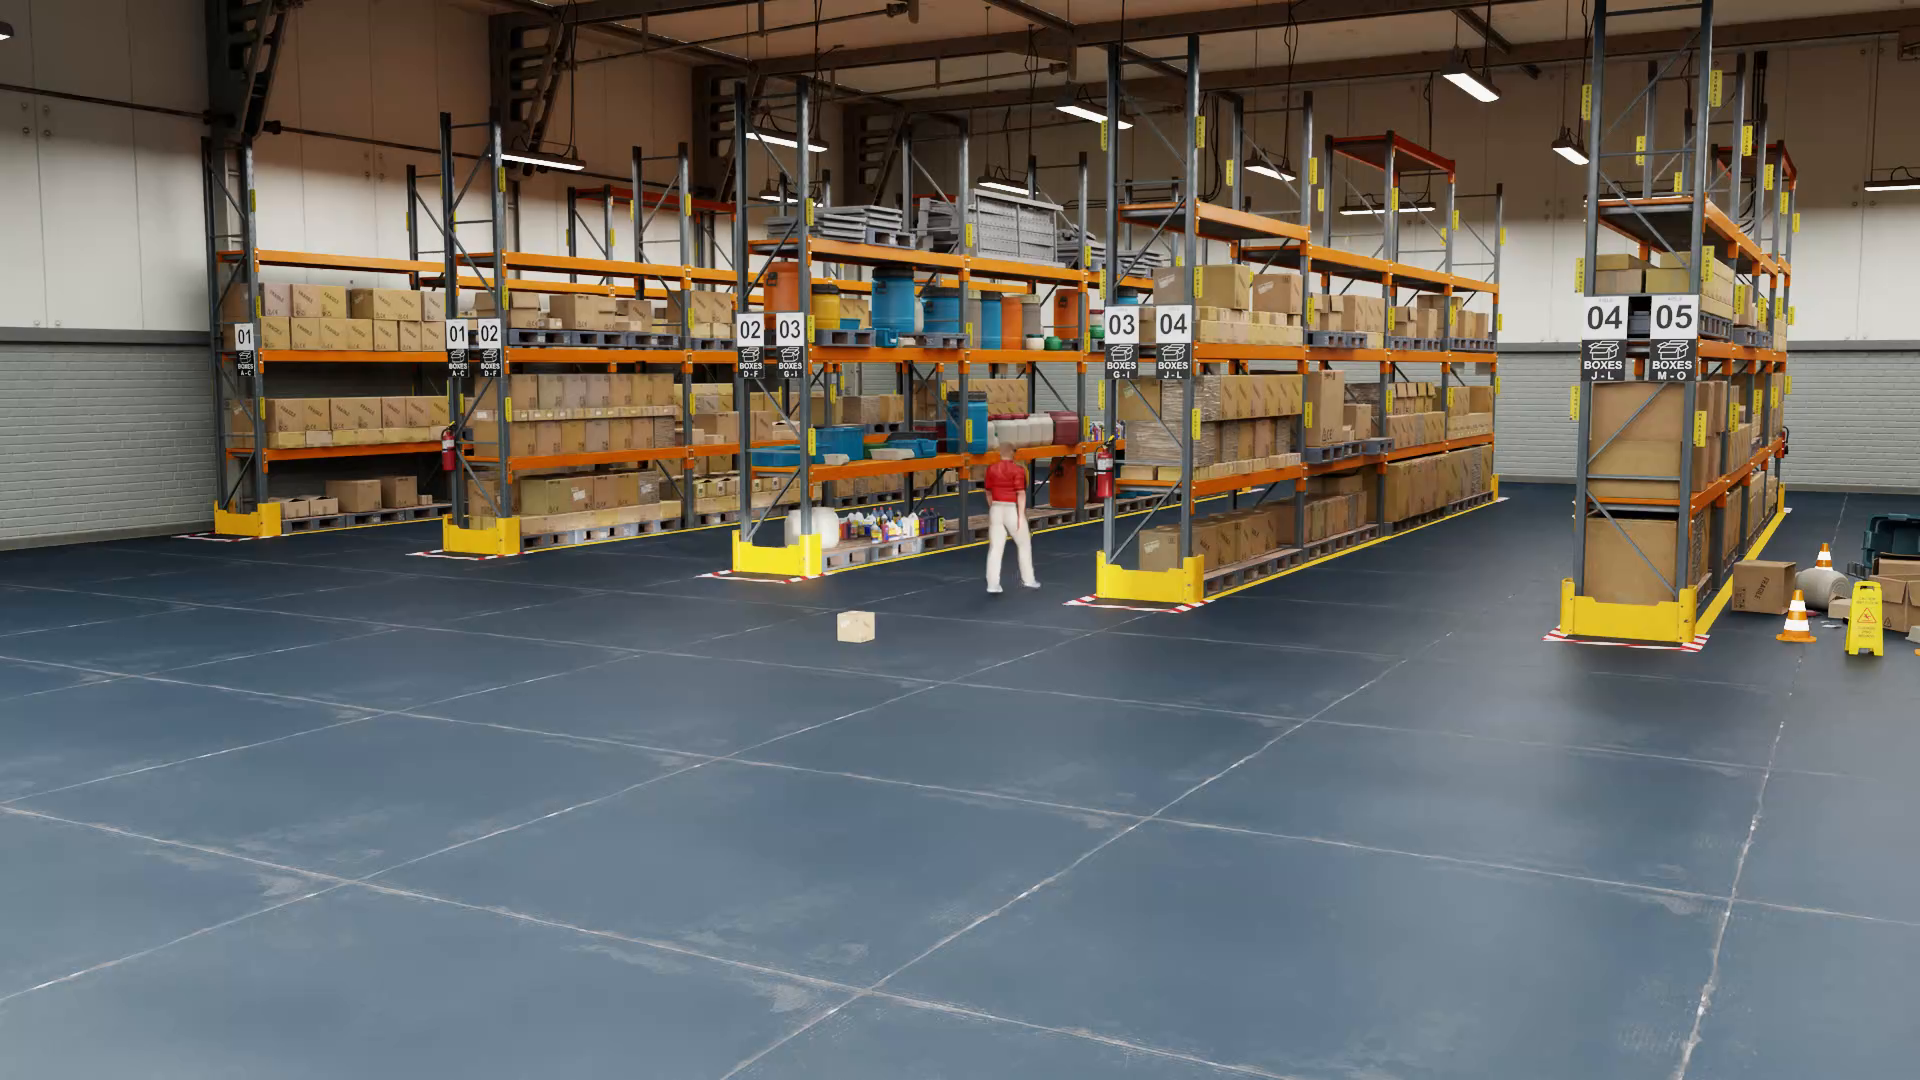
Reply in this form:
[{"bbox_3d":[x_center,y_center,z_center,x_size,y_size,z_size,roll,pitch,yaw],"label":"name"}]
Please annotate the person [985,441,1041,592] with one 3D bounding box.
[{"bbox_3d":[0.570,-0.273,18.728,0.547,1.685,0.962,3,6,25],"label":"person"}]
